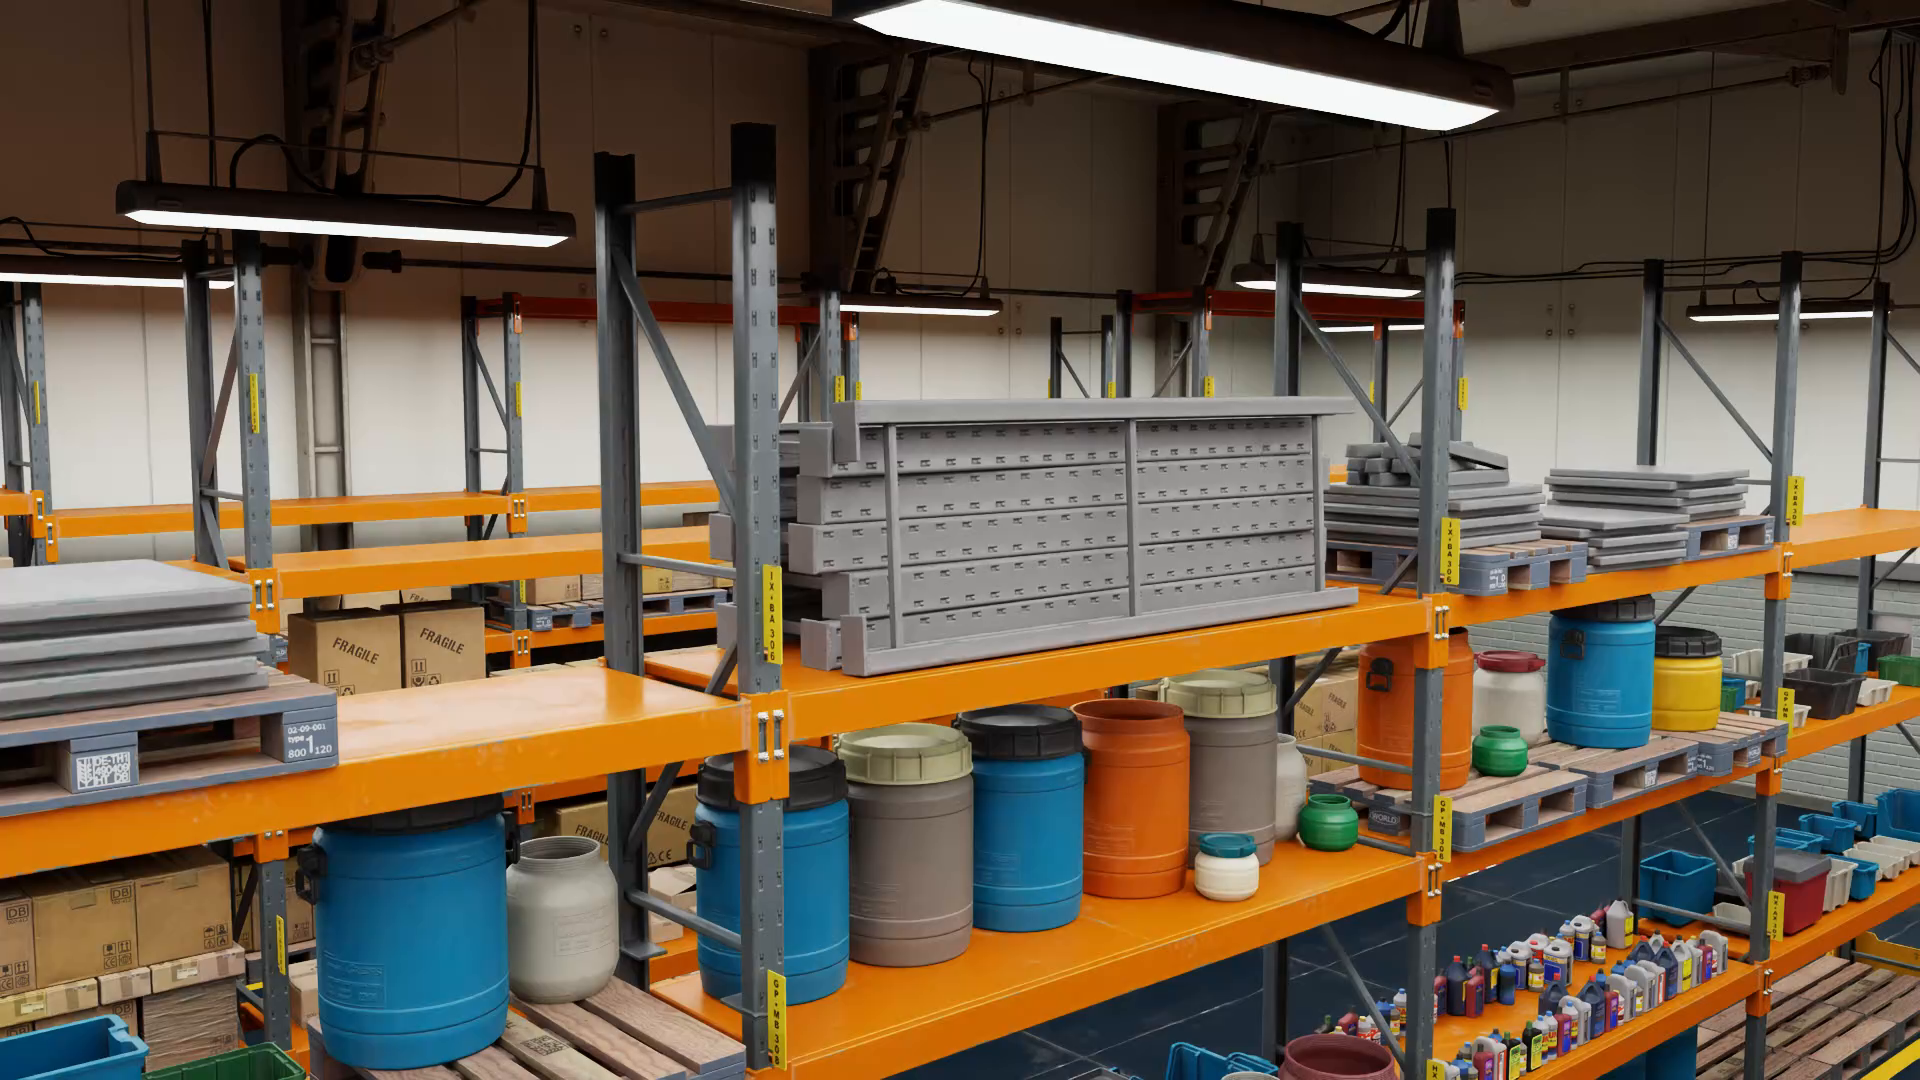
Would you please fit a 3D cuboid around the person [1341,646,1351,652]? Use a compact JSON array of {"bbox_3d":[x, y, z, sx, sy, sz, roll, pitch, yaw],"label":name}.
[{"bbox_3d":[5.011,2.203,22.124,0.596,1.738,0.813,-1,5,-7],"label":"person"}]
